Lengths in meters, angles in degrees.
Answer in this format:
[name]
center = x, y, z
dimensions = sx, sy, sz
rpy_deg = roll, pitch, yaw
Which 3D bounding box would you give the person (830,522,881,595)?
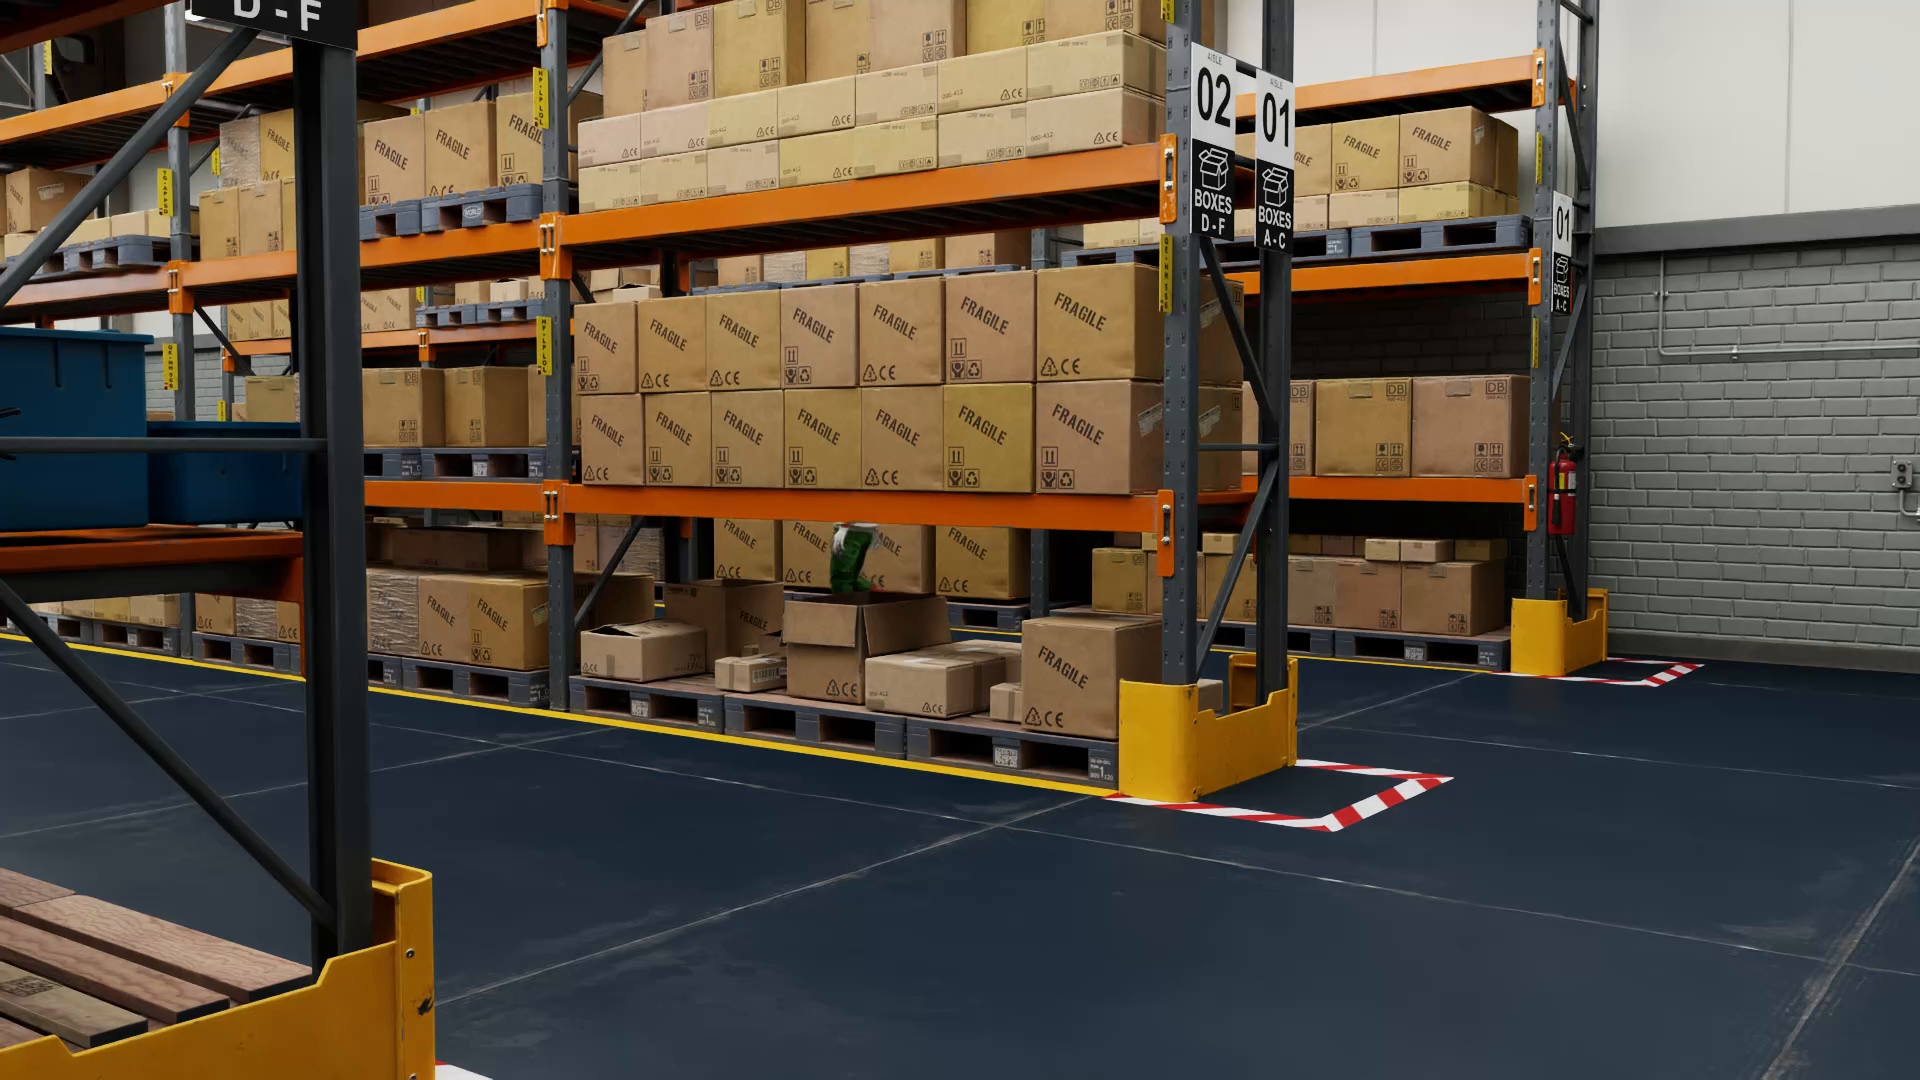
[person]
center = -0.762, -0.065, 12.277
dimensions = 0.598, 1.787, 0.696
rpy_deg = 0, 3, 9
